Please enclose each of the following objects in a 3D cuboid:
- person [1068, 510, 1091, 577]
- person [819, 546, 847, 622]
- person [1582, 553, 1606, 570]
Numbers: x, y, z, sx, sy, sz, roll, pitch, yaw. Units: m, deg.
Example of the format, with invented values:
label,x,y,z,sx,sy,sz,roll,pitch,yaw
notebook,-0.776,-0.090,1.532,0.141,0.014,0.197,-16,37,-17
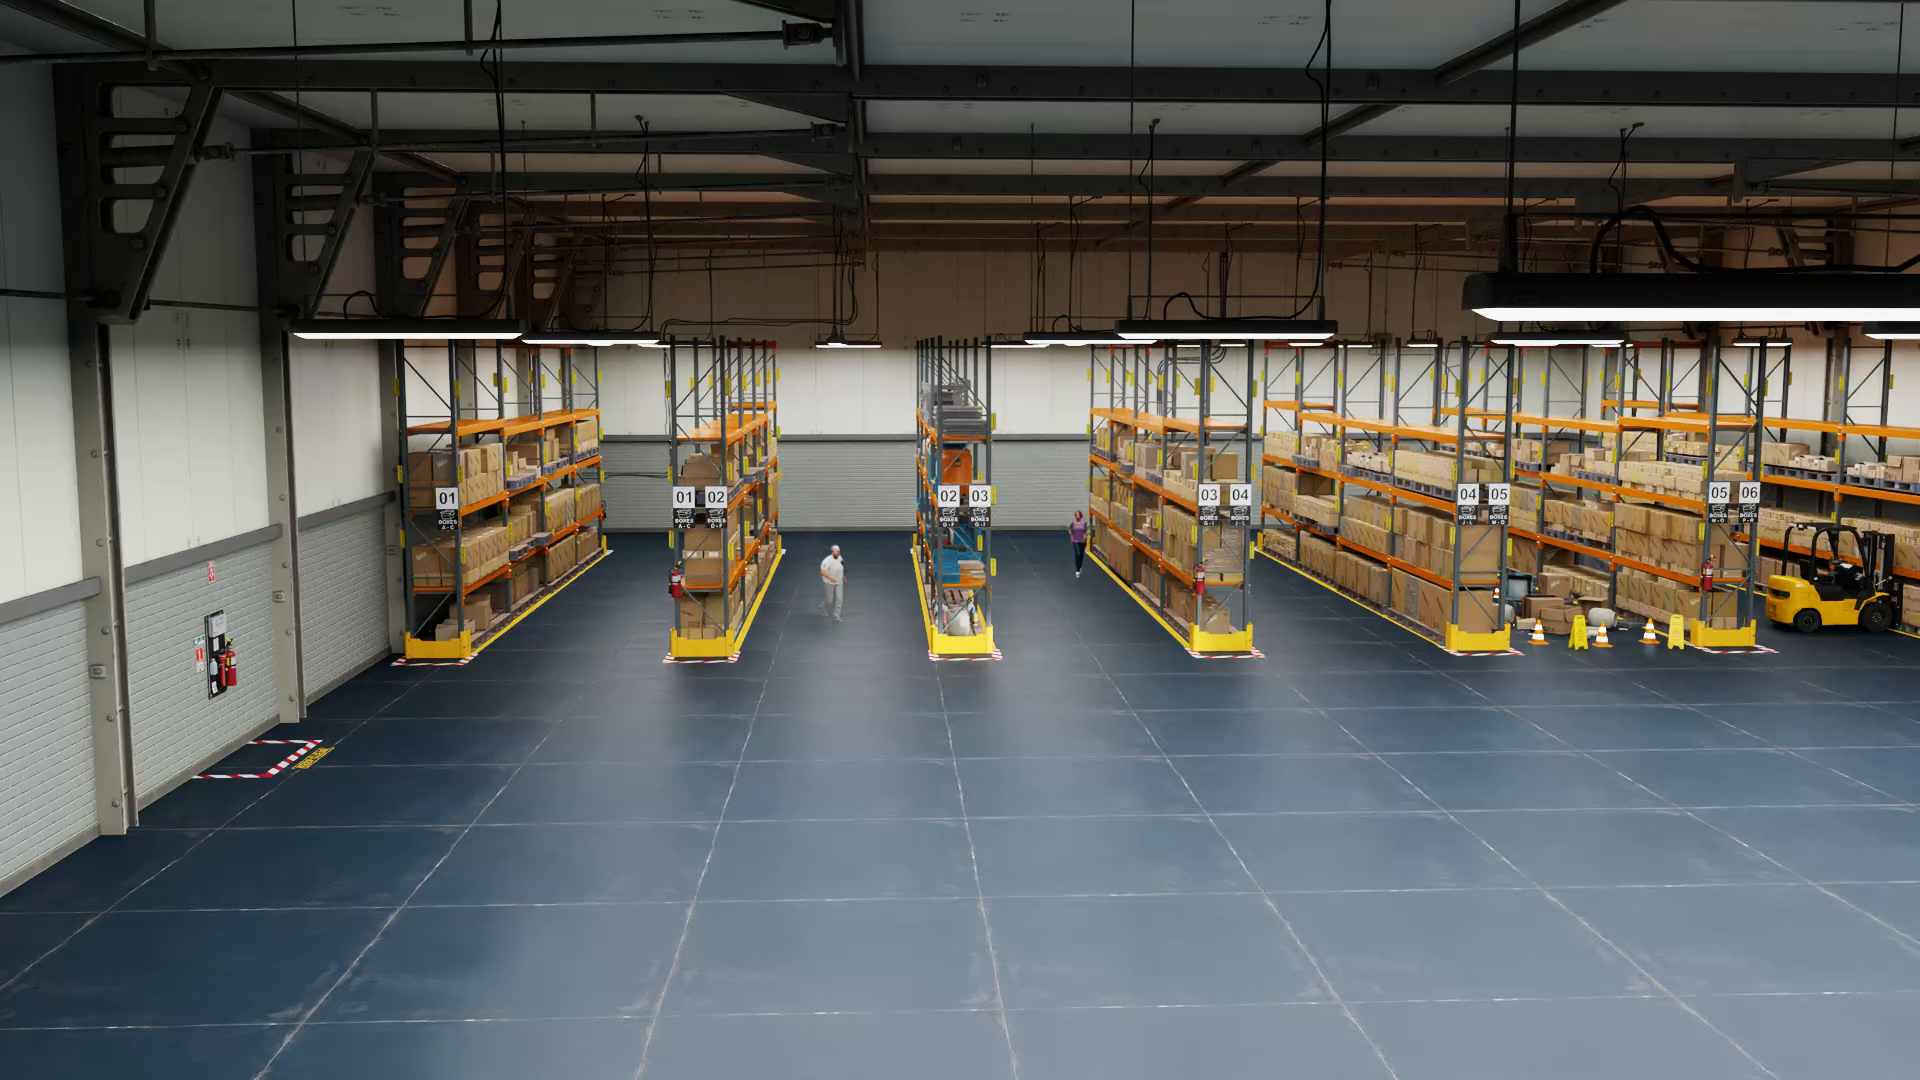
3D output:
label,x,y,z,sx,sy,sz,roll,pitch,yaw
person,2.908,0.066,40.518,0.535,1.603,0.678,0,6,1
person,-2.745,0.905,35.464,0.605,1.624,0.771,-4,8,-30
person,16.481,-0.039,43.285,0.697,1.718,0.825,-2,7,-19
